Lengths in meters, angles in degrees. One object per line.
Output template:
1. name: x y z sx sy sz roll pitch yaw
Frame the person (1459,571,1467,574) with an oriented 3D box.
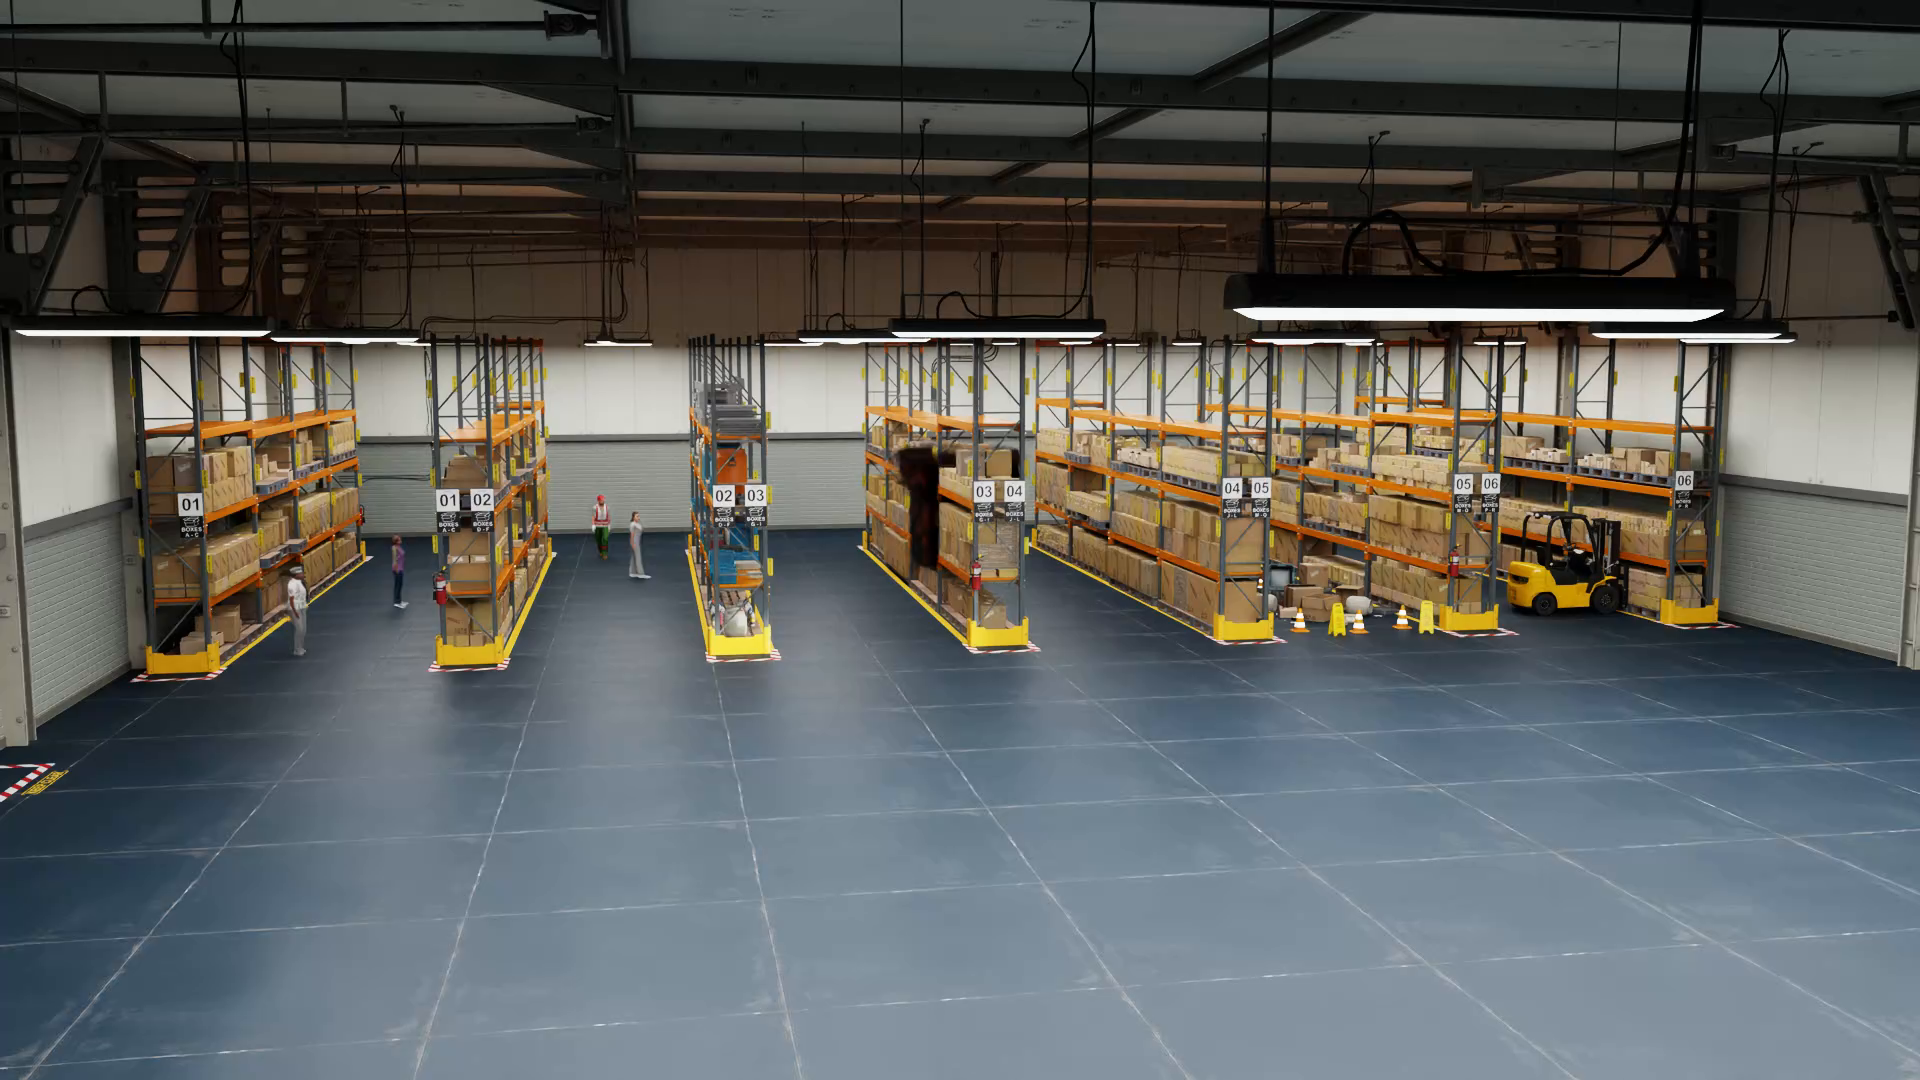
1. person: 12.370 0.122 41.123 0.520 1.786 0.604 3 7 24

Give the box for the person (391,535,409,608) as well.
1. person: -12.495 0.697 37.076 0.338 1.630 0.492 -2 7 -19

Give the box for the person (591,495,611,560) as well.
1. person: -9.803 -0.362 45.409 0.520 1.748 0.994 -1 7 -10

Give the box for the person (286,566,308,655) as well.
1. person: -12.472 1.342 31.384 0.440 1.721 0.466 2 7 15

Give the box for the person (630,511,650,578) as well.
1. person: -8.054 0.108 41.788 0.545 1.670 0.482 0 7 0
